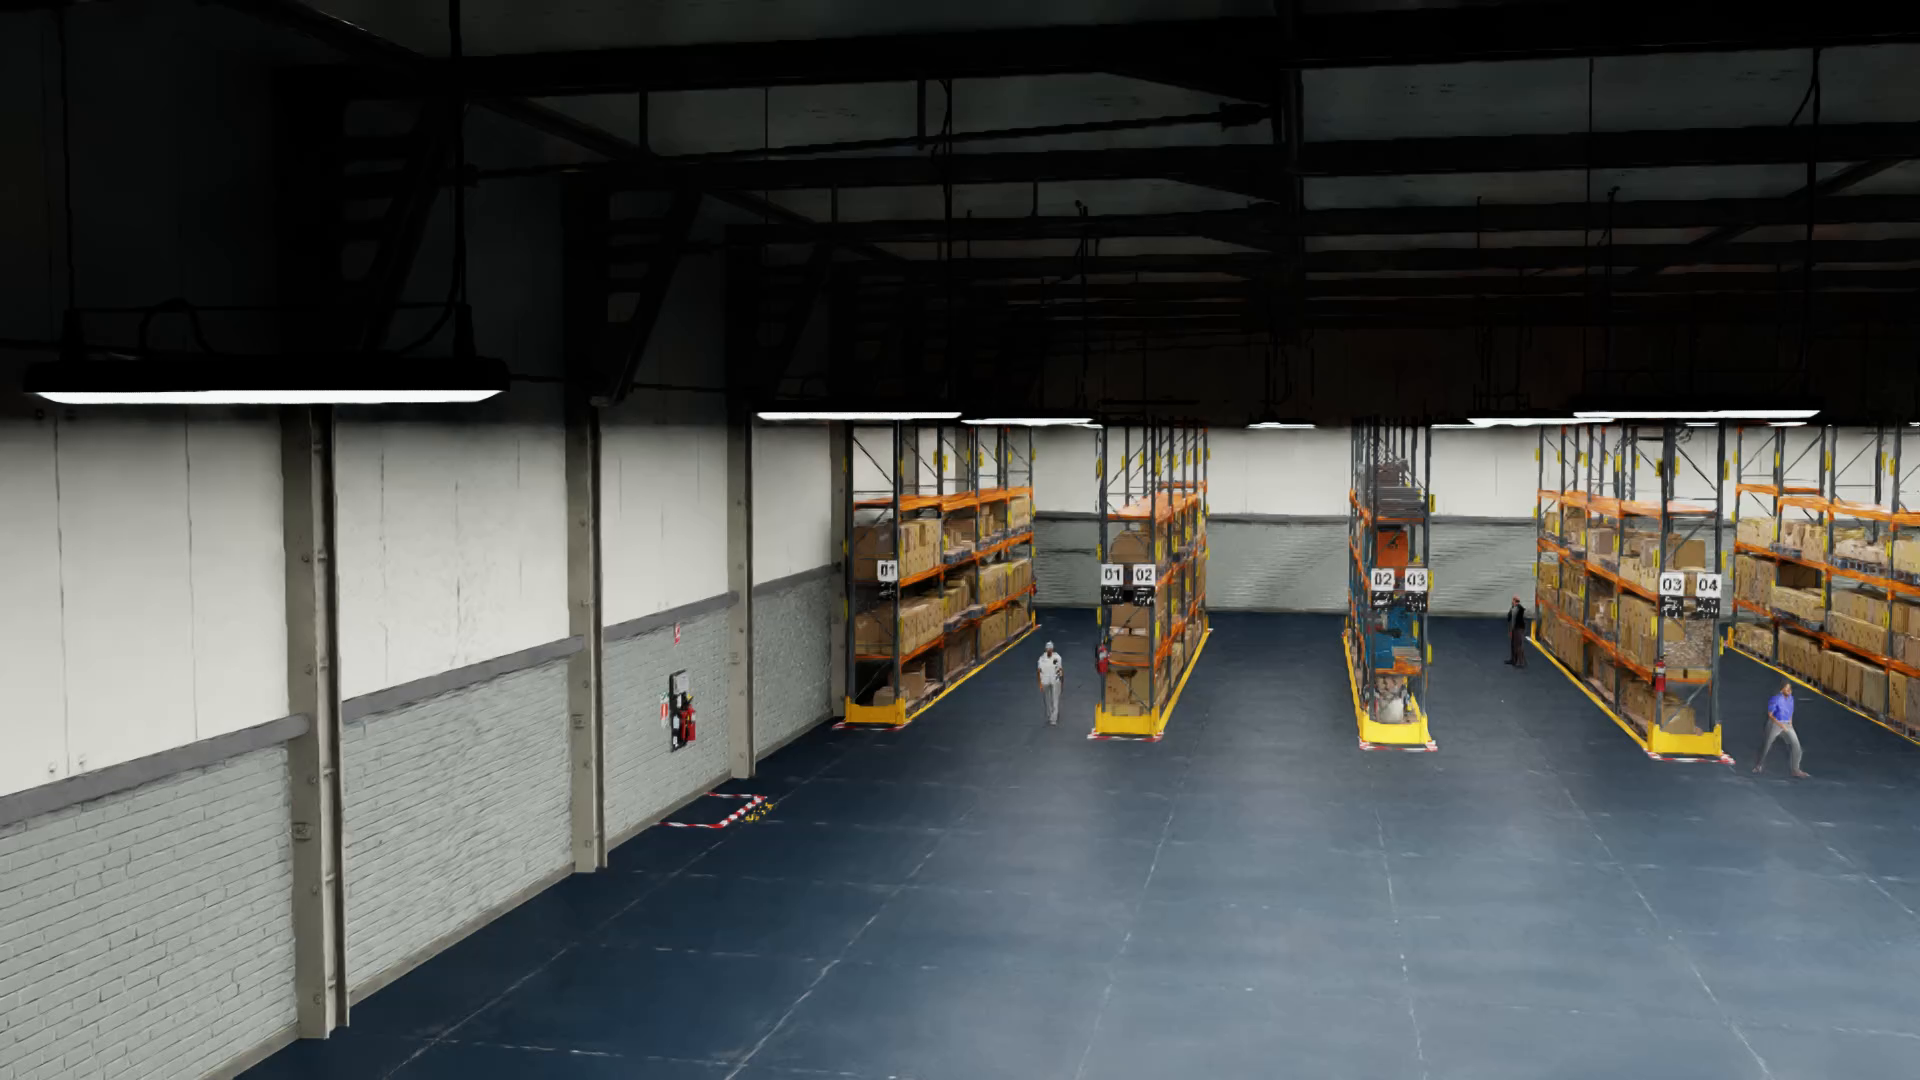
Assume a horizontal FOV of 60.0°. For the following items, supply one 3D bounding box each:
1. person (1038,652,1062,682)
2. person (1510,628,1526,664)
[{"bbox_3d":[1.745,2.472,32.448,0.471,0.619,0.351,1,4,14],"label":"person"},{"bbox_3d":[13.470,2.495,40.156,0.433,0.966,0.420,2,4,32],"label":"person"}]
